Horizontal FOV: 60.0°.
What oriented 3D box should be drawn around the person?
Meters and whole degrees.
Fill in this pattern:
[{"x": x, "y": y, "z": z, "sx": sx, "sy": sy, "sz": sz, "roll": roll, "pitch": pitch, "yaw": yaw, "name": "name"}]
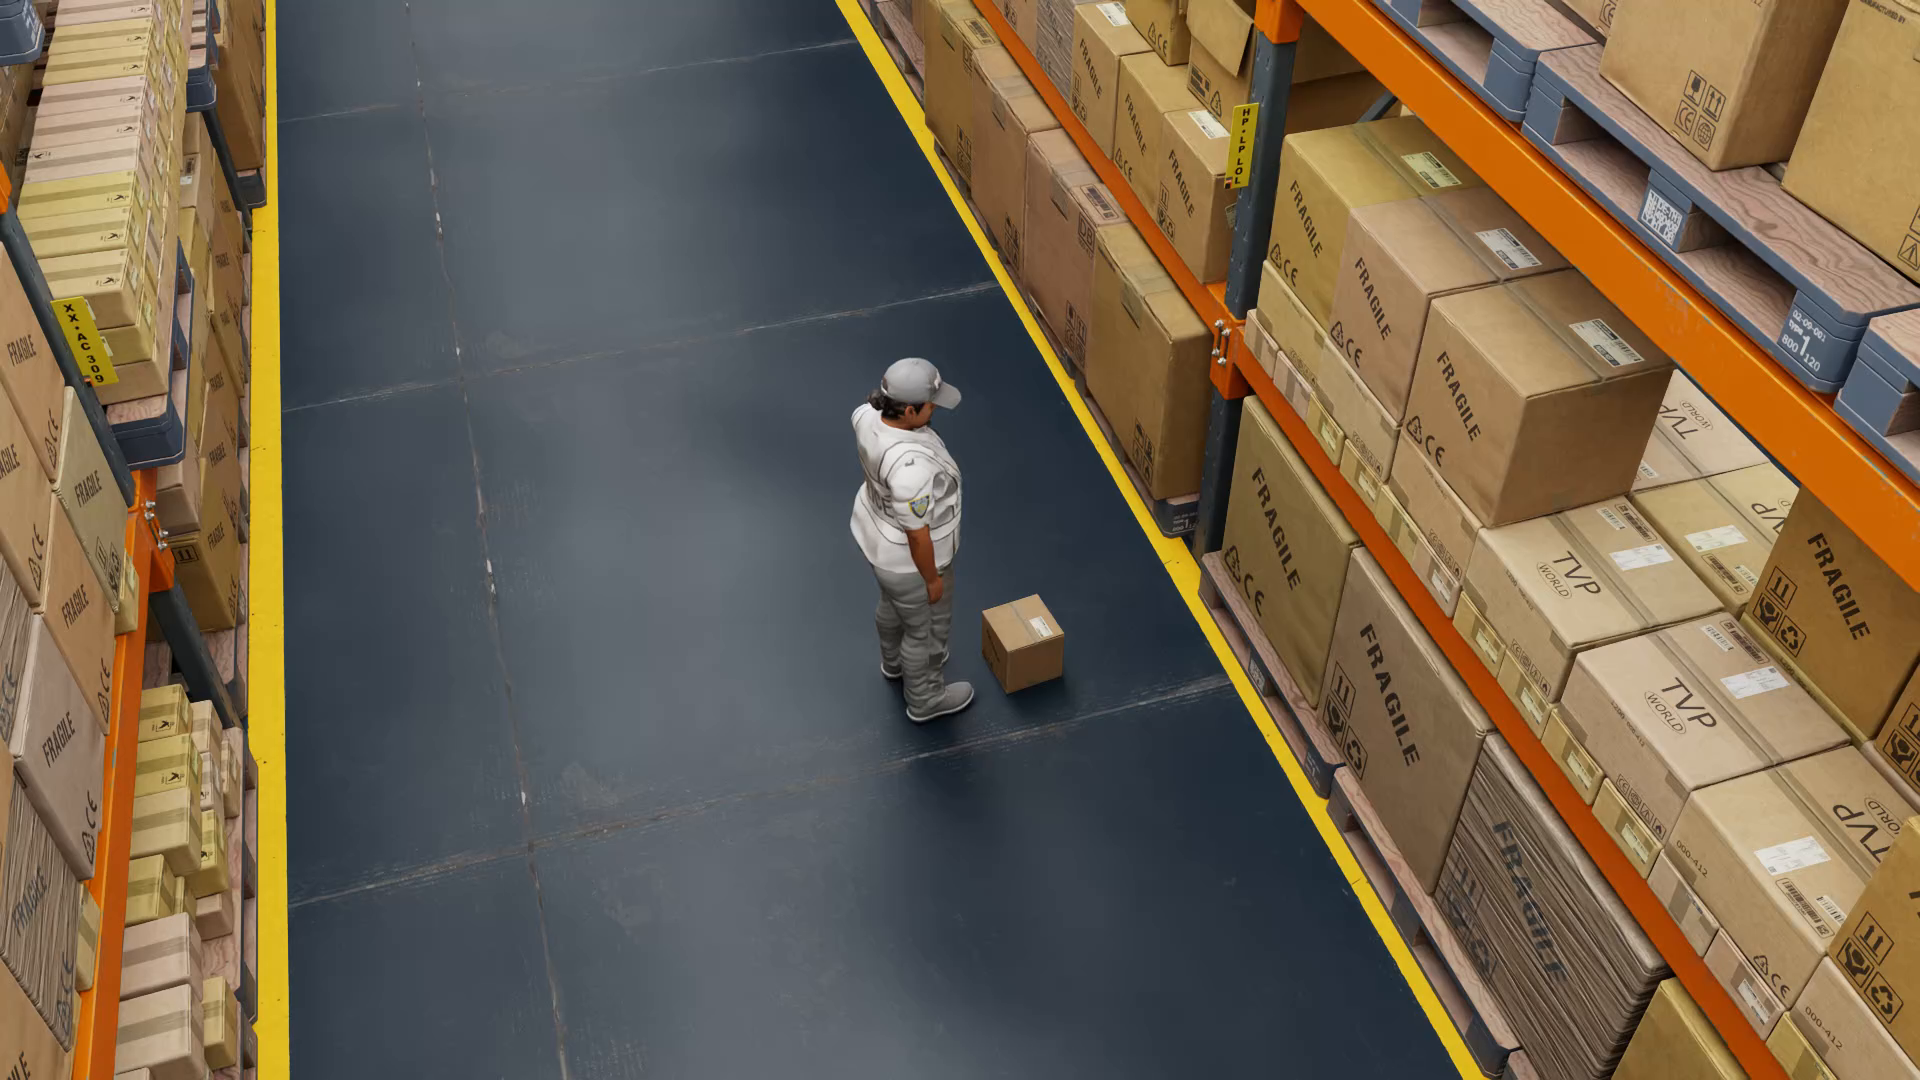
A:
[{"x": -0.168, "y": 0.019, "z": 6.128, "sx": 0.424, "sy": 1.670, "sz": 0.481, "roll": -16, "pitch": 45, "yaw": -17, "name": "person"}]
